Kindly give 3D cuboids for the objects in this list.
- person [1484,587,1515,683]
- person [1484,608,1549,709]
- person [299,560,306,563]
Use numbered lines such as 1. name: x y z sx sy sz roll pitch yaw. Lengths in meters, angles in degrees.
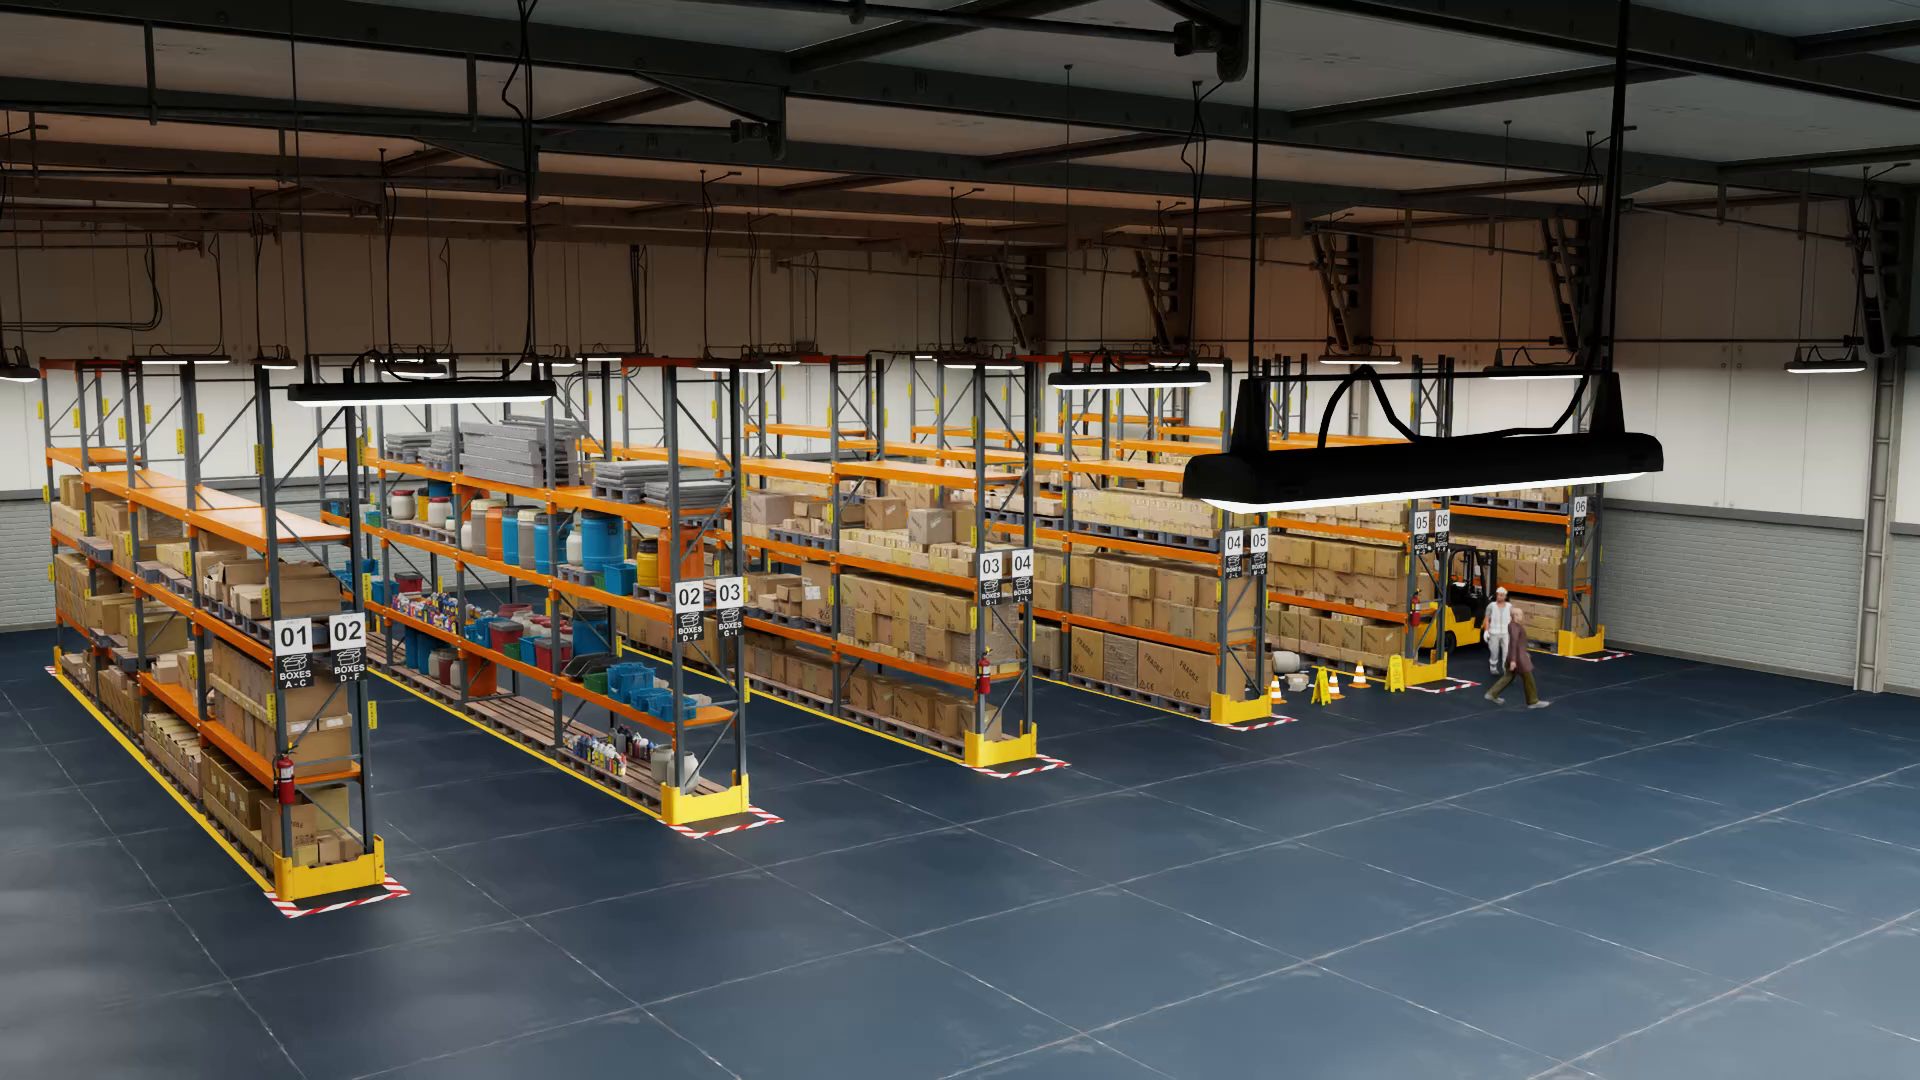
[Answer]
1. person: 10.051 1.750 30.898 0.620 1.749 1.022 1 7 9
2. person: 9.615 2.027 28.641 1.069 1.744 0.610 1 7 8
3. person: -14.011 1.234 35.568 0.426 1.645 0.811 2 7 17
